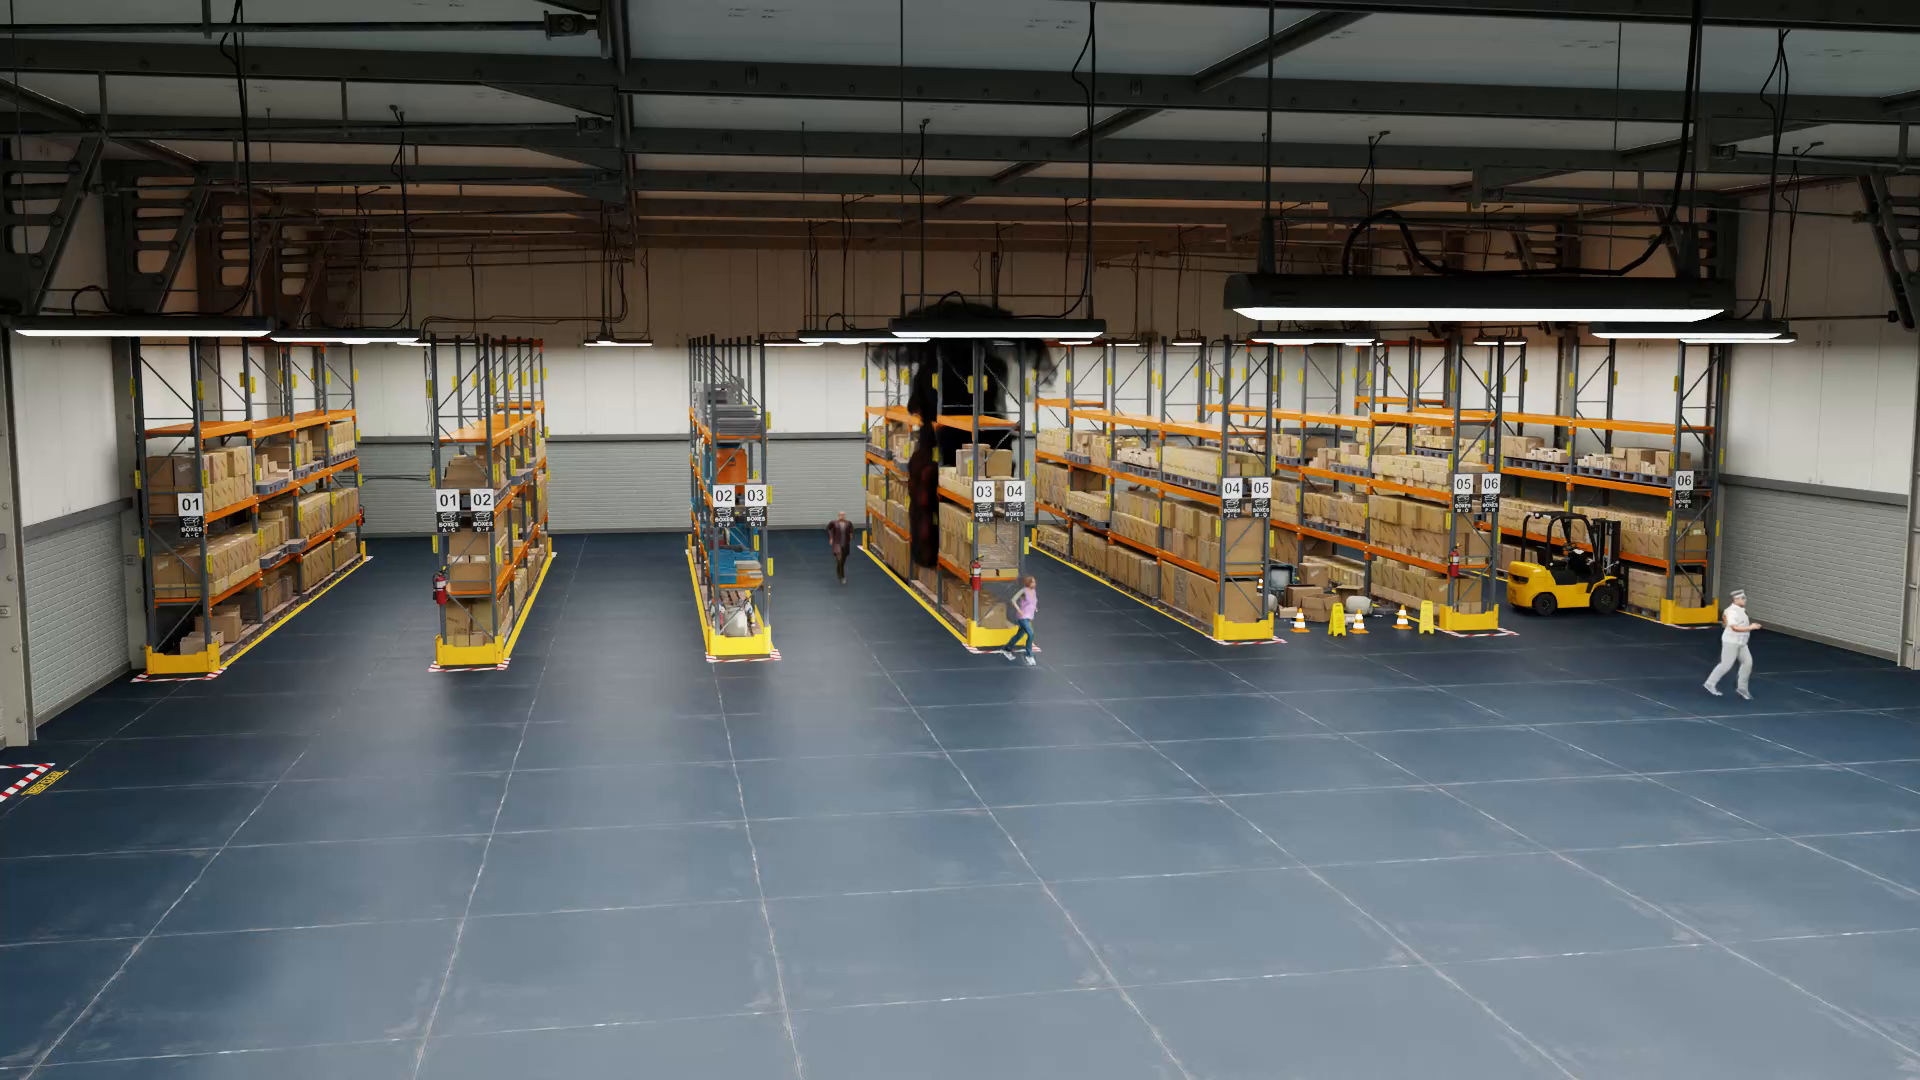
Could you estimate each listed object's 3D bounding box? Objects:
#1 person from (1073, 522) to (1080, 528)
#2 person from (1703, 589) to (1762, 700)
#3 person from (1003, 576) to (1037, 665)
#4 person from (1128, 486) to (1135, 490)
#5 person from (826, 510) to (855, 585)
[{"bbox_3d":[3.439,-0.891,50.474,0.666,1.717,0.595,-4,7,-28],"label":"person"},{"bbox_3d":[12.704,1.724,27.313,0.832,1.863,0.652,6,9,40],"label":"person"},{"bbox_3d":[1.146,1.460,30.459,0.719,1.634,0.563,4,8,34],"label":"person"},{"bbox_3d":[5.185,-0.855,50.495,0.857,1.574,0.545,-1,7,-11],"label":"person"},{"bbox_3d":[-2.929,0.153,40.945,0.662,1.792,1.019,-2,7,-20],"label":"person"}]
